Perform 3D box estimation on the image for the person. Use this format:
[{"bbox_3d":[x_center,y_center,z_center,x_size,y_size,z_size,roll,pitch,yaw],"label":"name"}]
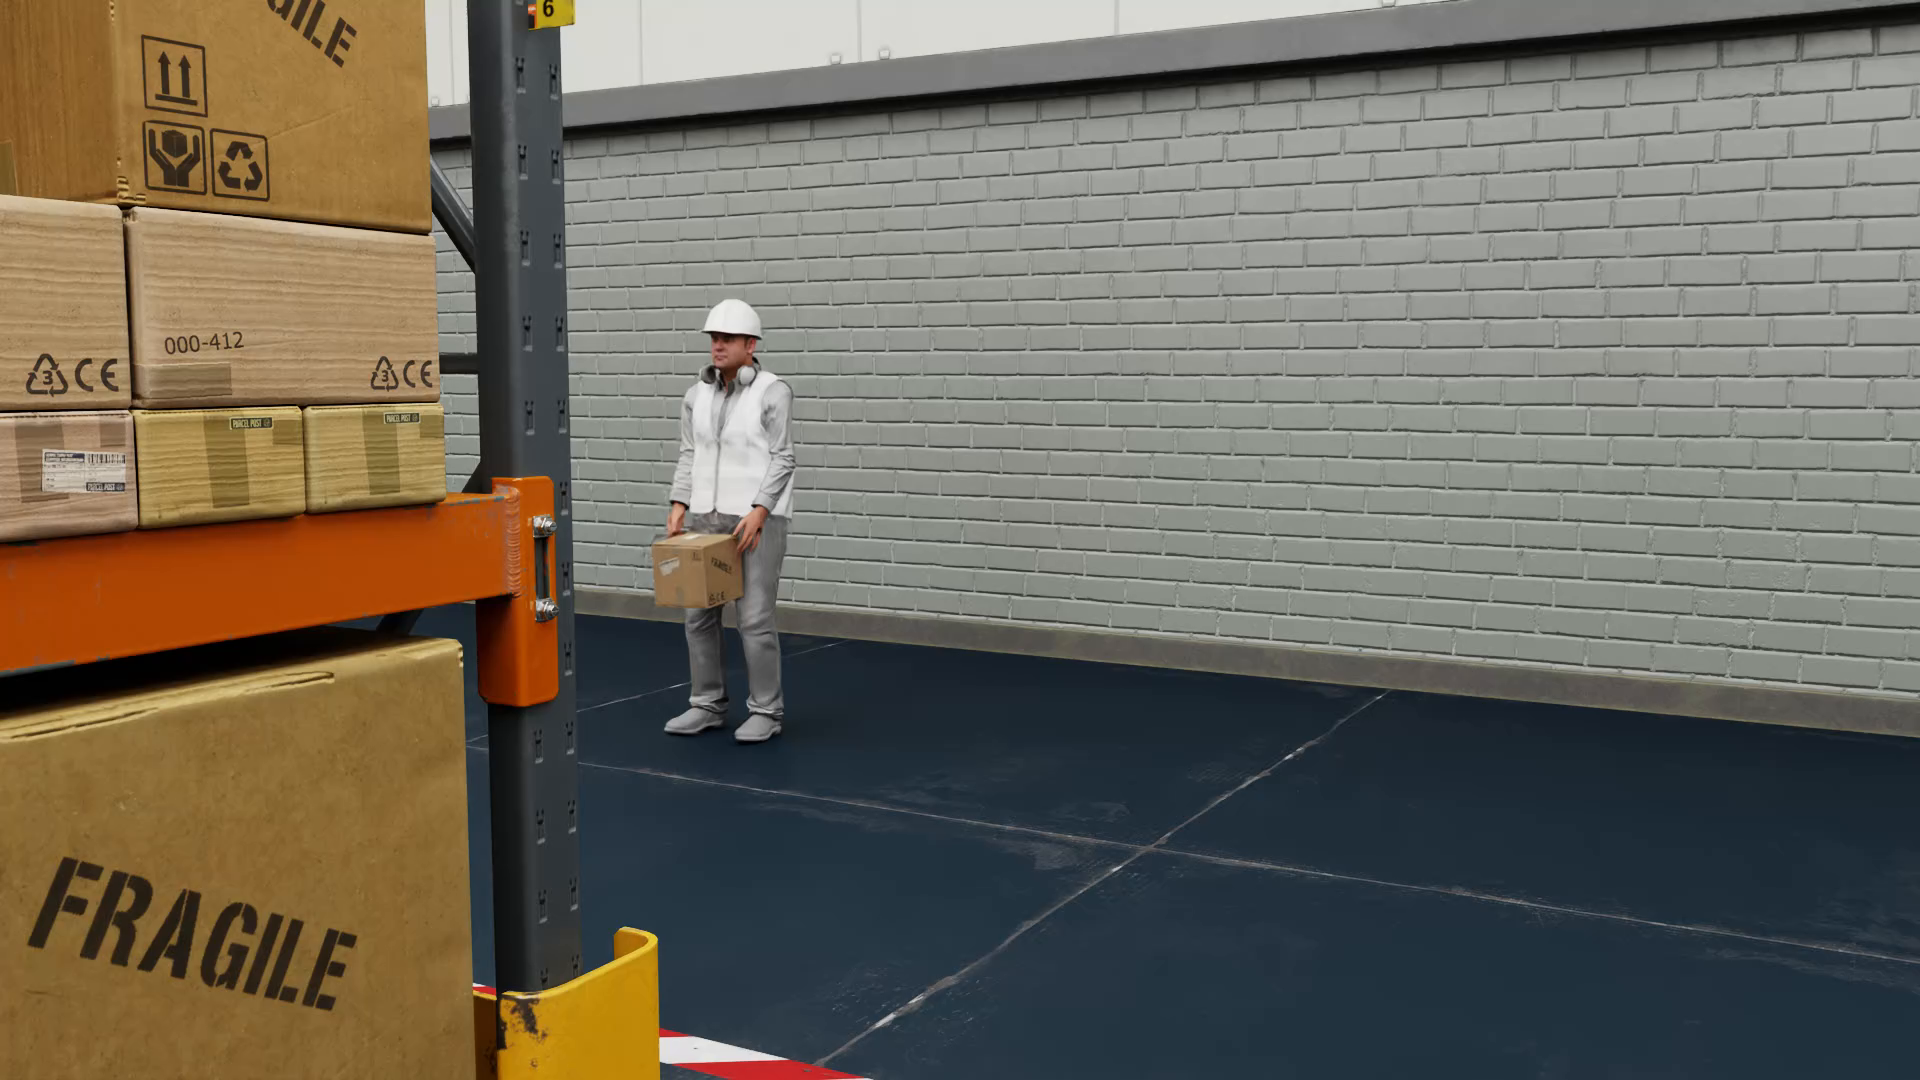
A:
[{"bbox_3d":[-0.917,-0.085,6.790,0.551,1.779,0.444,3,7,27],"label":"person"}]
